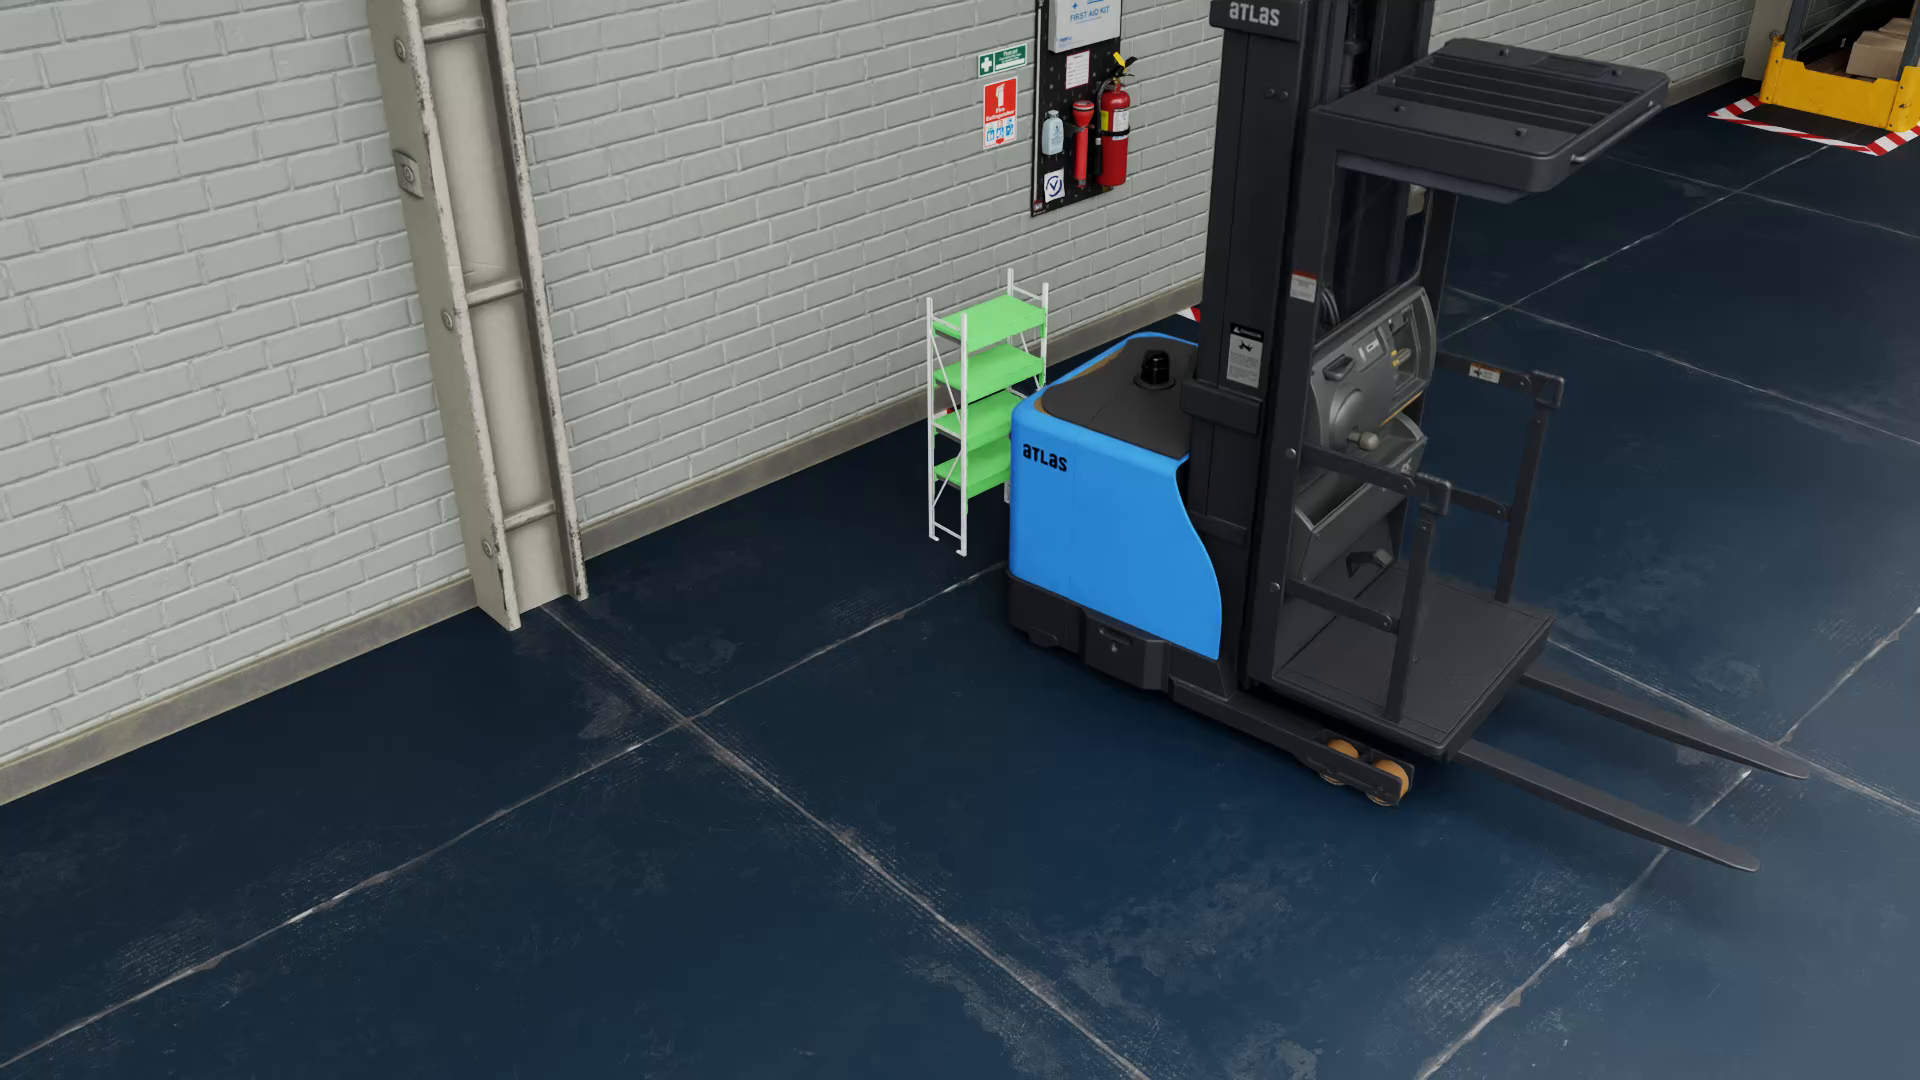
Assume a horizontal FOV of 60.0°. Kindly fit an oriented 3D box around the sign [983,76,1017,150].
[{"bbox_3d":[0.202,-2.143,8.345,0.234,0.329,0.001,-26,40,-35],"label":"sign"}]

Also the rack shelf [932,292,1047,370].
[{"bbox_3d":[0.121,-0.926,7.316,0.480,0.148,0.258,-26,40,-35],"label":"rack shelf"}]

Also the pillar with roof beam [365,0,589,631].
[{"bbox_3d":[1.043,-1.931,2.281,0.400,9.000,9.100,-26,40,-35],"label":"pillar with roof beam"}]

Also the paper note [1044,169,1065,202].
[{"bbox_3d":[0.501,-1.872,8.781,0.142,0.148,0.016,-26,40,-35],"label":"paper note"}]

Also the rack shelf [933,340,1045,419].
[{"bbox_3d":[0.121,-0.721,7.441,0.480,0.148,0.258,-26,40,-35],"label":"rack shelf"}]

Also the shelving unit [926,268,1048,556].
[{"bbox_3d":[0.121,-0.571,7.533,0.503,1.200,0.258,-26,40,-35],"label":"shelving unit"}]

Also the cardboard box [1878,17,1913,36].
[{"bbox_3d":[7.977,-4.149,13.816,0.500,0.311,0.500,-22,38,-32],"label":"cardboard box"}]

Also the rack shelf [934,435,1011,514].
[{"bbox_3d":[0.121,-0.311,7.692,0.480,0.148,0.258,-26,40,-35],"label":"rack shelf"}]

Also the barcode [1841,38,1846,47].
[{"bbox_3d":[7.300,-4.110,13.743,0.075,0.075,0.001,-26,40,-35],"label":"barcode"}]

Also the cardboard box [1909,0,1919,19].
[{"bbox_3d":[8.549,-4.471,14.161,0.700,0.500,0.500,26,40,36],"label":"cardboard box"}]

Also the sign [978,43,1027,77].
[{"bbox_3d":[0.211,-2.367,8.204,0.331,0.109,0.001,-26,40,-35],"label":"sign"}]

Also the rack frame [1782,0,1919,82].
[{"bbox_3d":[6.990,-4.695,12.553,0.127,3.000,1.000,-26,40,-35],"label":"rack frame"}]

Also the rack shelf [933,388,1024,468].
[{"bbox_3d":[0.121,-0.516,7.566,0.480,0.148,0.258,-26,40,-35],"label":"rack shelf"}]

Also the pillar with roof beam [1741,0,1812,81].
[{"bbox_3d":[9.842,-6.187,9.242,0.400,9.000,9.100,-26,40,-35],"label":"pillar with roof beam"}]

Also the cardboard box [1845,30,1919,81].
[{"bbox_3d":[7.559,-3.947,13.485,0.500,0.311,0.500,24,39,34],"label":"cardboard box"}]

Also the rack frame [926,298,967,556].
[{"bbox_3d":[-0.058,-0.484,7.391,0.015,1.200,0.240,-26,40,-35],"label":"rack frame"}]

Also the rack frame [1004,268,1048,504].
[{"bbox_3d":[0.300,-0.657,7.675,0.015,1.200,0.240,-26,40,-35],"label":"rack frame"}]

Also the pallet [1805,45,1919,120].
[{"bbox_3d":[7.666,-3.807,13.774,1.213,0.211,1.003,-26,40,-35],"label":"pallet"}]

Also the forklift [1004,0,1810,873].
[{"bbox_3d":[1.658,-0.584,5.895,3.031,2.935,1.130,22,38,32],"label":"forklift"}]

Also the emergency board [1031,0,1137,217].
[{"bbox_3d":[0.678,-2.284,8.610,0.643,1.169,0.194,-26,40,-35],"label":"emergency board"}]

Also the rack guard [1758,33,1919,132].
[{"bbox_3d":[7.046,-3.656,13.249,0.348,0.500,1.175,-26,40,-35],"label":"rack guard"}]
